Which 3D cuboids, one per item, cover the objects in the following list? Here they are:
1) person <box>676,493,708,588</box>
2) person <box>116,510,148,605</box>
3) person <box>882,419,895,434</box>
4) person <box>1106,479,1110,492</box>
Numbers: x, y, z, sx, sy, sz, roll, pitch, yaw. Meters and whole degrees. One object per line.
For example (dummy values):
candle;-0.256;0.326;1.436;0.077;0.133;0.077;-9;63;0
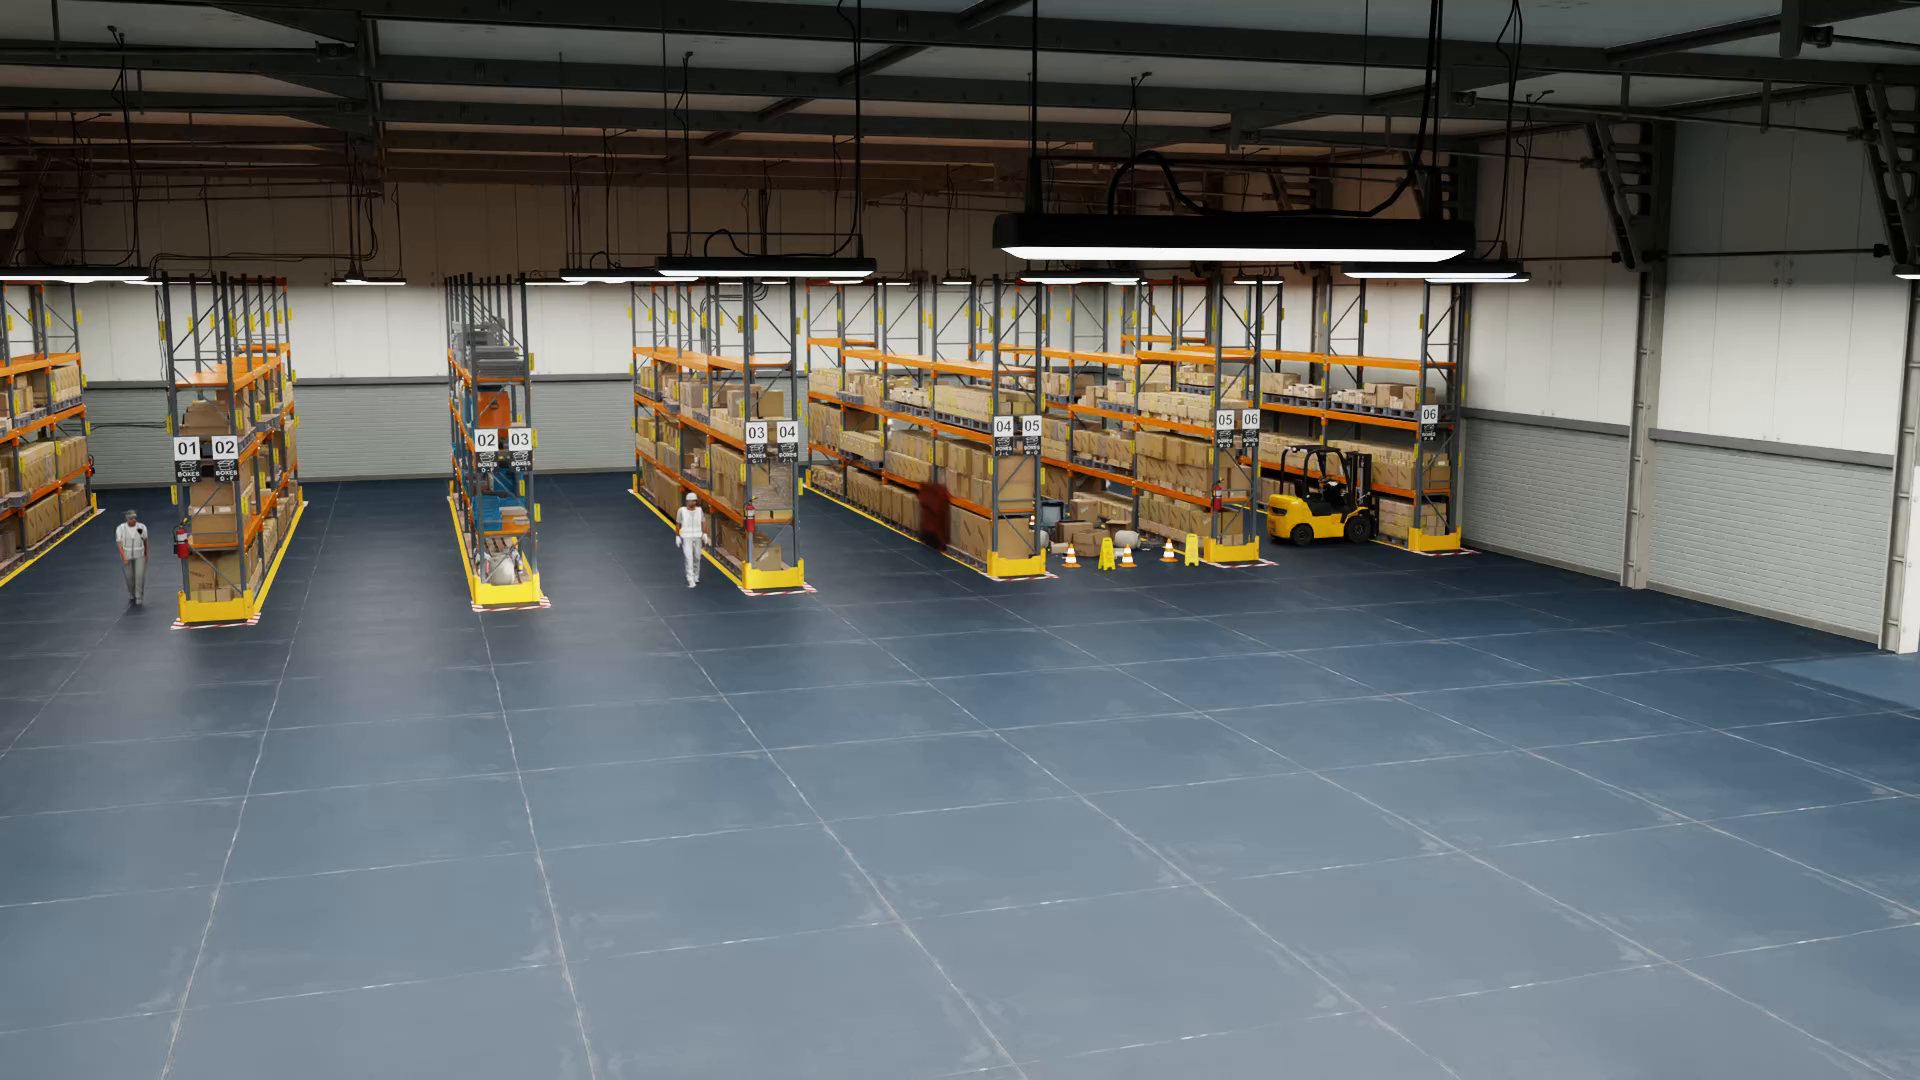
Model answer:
person;-5.174;-0.007;32.302;0.587;1.786;0.730;-4;10;-25
person;-15.121;0.296;30.417;0.528;1.696;0.978;-4;10;-27
person;-2.145;-2.863;51.218;0.994;1.737;0.515;-7;11;-37
person;4.044;-2.137;46.272;0.602;1.791;0.467;-8;12;-44
